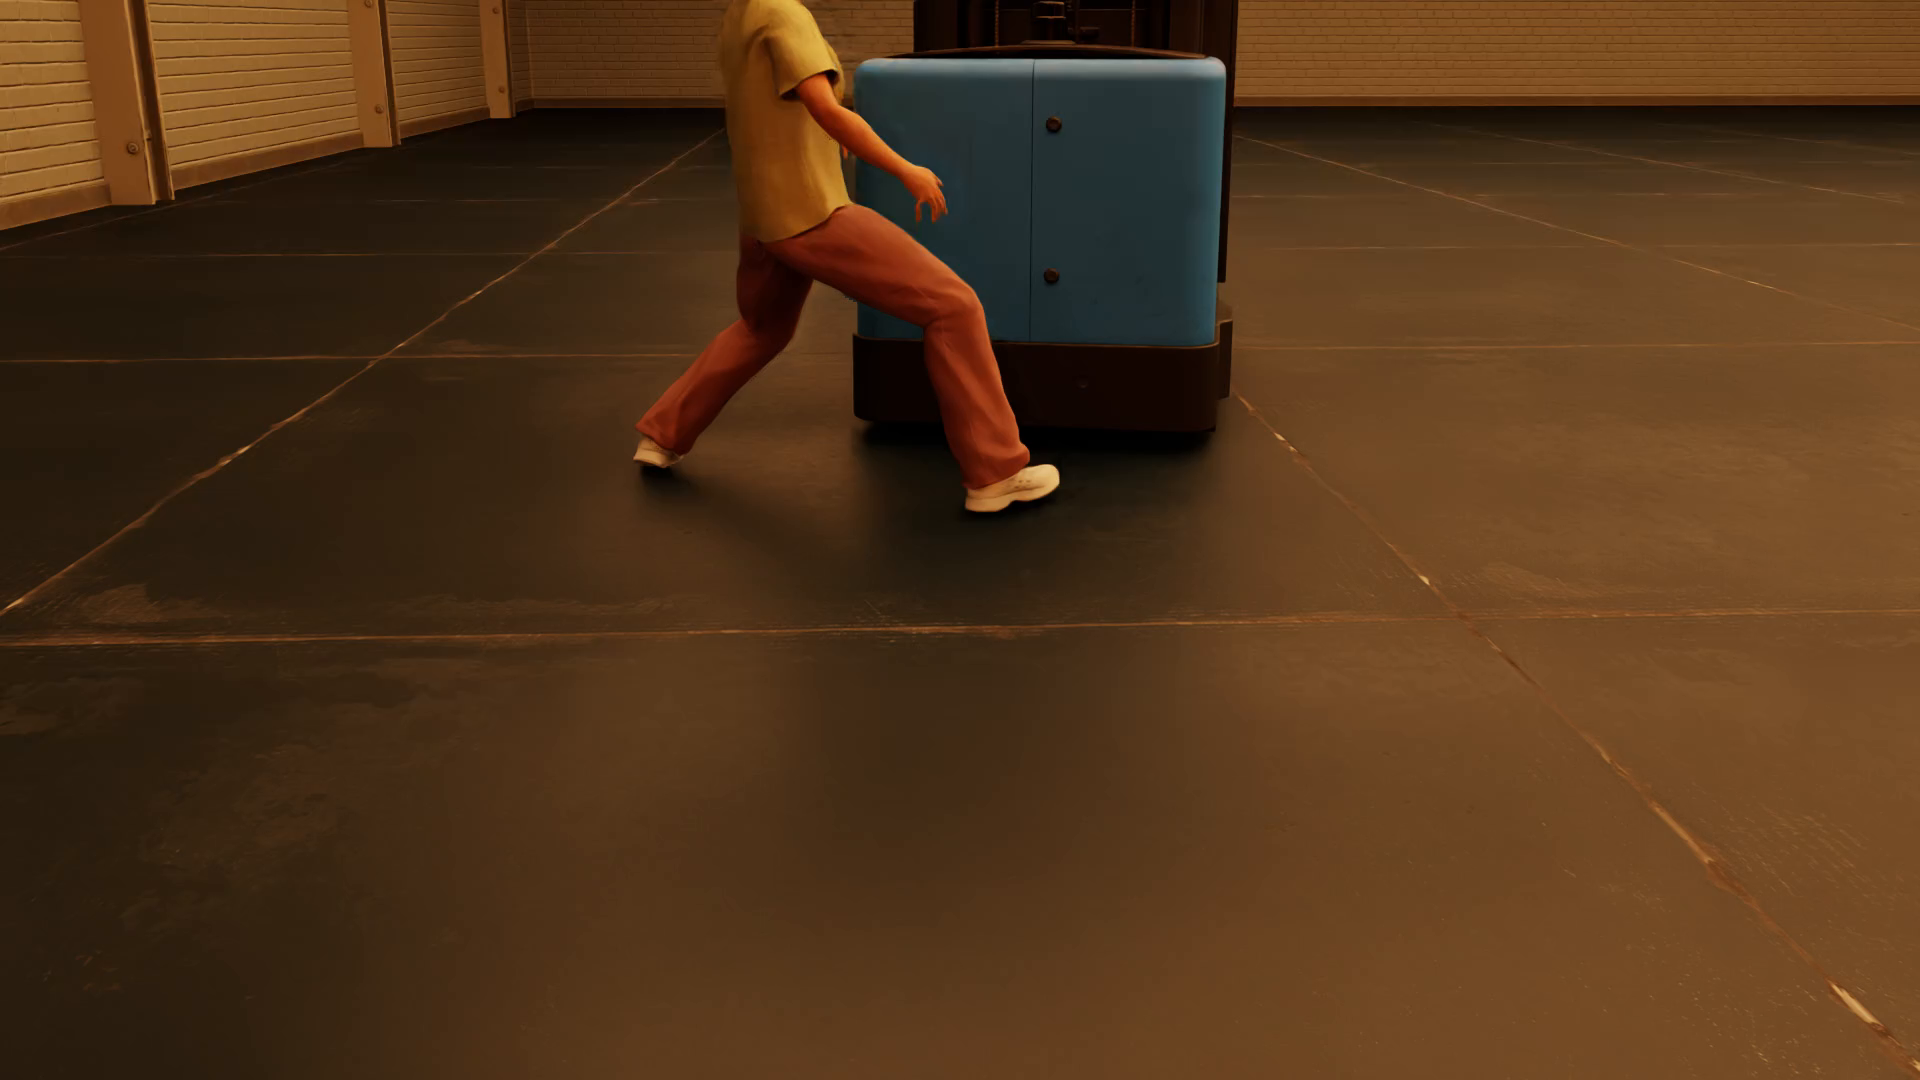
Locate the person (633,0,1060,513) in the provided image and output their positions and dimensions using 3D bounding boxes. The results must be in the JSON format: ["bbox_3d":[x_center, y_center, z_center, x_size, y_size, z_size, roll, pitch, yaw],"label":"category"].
[{"bbox_3d":[-0.330,-0.850,4.201,0.944,1.523,1.009,-8,19,-23],"label":"person"}]

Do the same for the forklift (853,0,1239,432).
[{"bbox_3d":[0.424,-2.091,5.743,1.130,2.935,3.031,3,17,8],"label":"forklift"}]
